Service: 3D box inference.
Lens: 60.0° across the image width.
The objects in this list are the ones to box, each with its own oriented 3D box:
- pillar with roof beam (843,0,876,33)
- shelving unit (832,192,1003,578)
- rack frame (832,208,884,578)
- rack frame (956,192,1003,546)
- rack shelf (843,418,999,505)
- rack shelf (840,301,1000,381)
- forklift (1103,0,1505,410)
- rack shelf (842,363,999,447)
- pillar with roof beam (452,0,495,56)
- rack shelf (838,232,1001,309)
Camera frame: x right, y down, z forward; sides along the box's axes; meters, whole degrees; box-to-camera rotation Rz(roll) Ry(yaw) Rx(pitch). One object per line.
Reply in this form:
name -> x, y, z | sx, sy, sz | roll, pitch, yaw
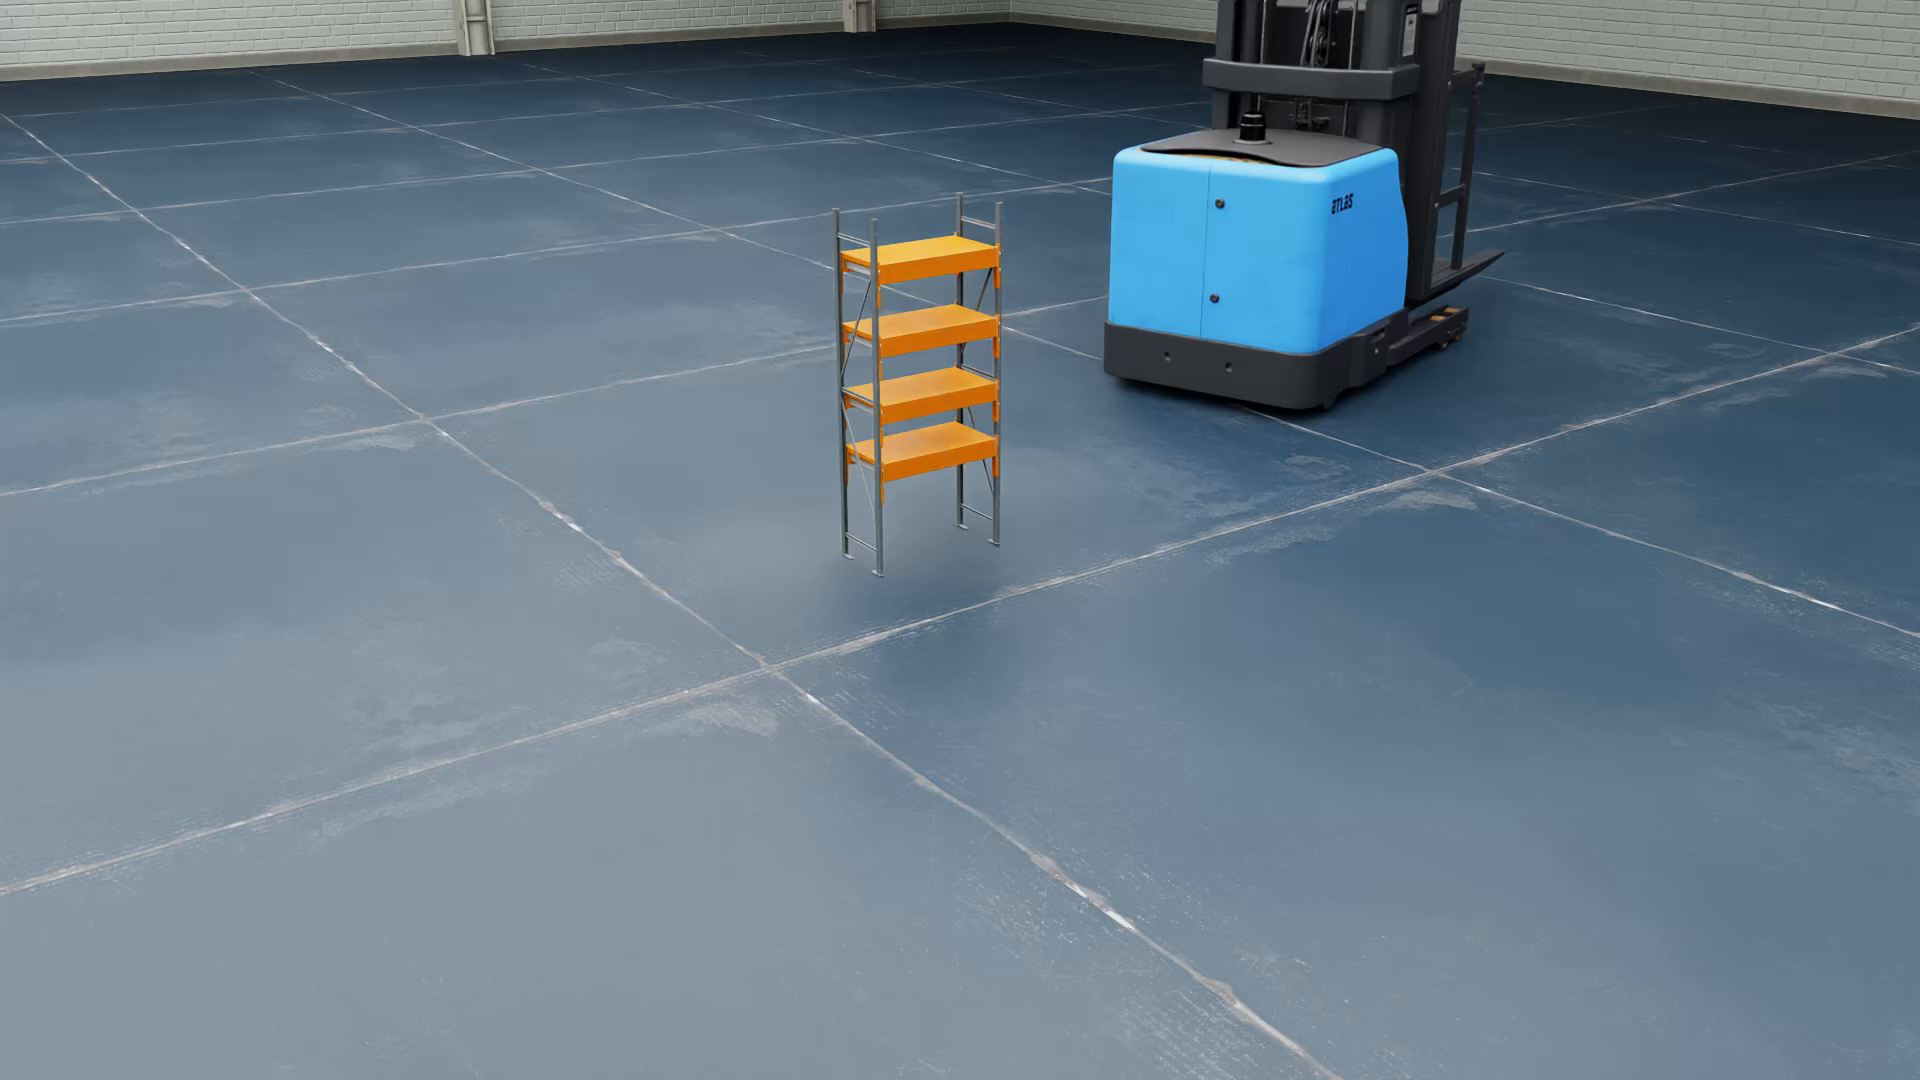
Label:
pillar with roof beam -> 0.989, -10.613, 20.351 | 0.400, 9.000, 9.100 | -15, 26, -33
shelving unit -> -0.134, -0.521, 5.584 | 0.503, 1.200, 0.258 | -15, 26, -33
rack frame -> -0.332, -0.469, 5.452 | 0.015, 1.200, 0.240 | -15, 26, -33
rack frame -> 0.064, -0.574, 5.717 | 0.015, 1.200, 0.240 | -15, 26, -33
rack shelf -> -0.134, -0.275, 5.683 | 0.480, 0.148, 0.258 | -15, 26, -33
rack shelf -> -0.134, -0.667, 5.526 | 0.480, 0.148, 0.258 | -15, 26, -33
forklift -> 1.924, -2.406, 7.972 | 1.130, 2.935, 3.031 | 15, 26, 33
rack shelf -> -0.134, -0.459, 5.609 | 0.480, 0.148, 0.258 | -15, 26, -33
pillar with roof beam -> -3.881, -9.314, 17.096 | 0.400, 9.000, 9.100 | -15, 26, -33
rack shelf -> -0.134, -0.886, 5.439 | 0.480, 0.148, 0.258 | -15, 26, -33
